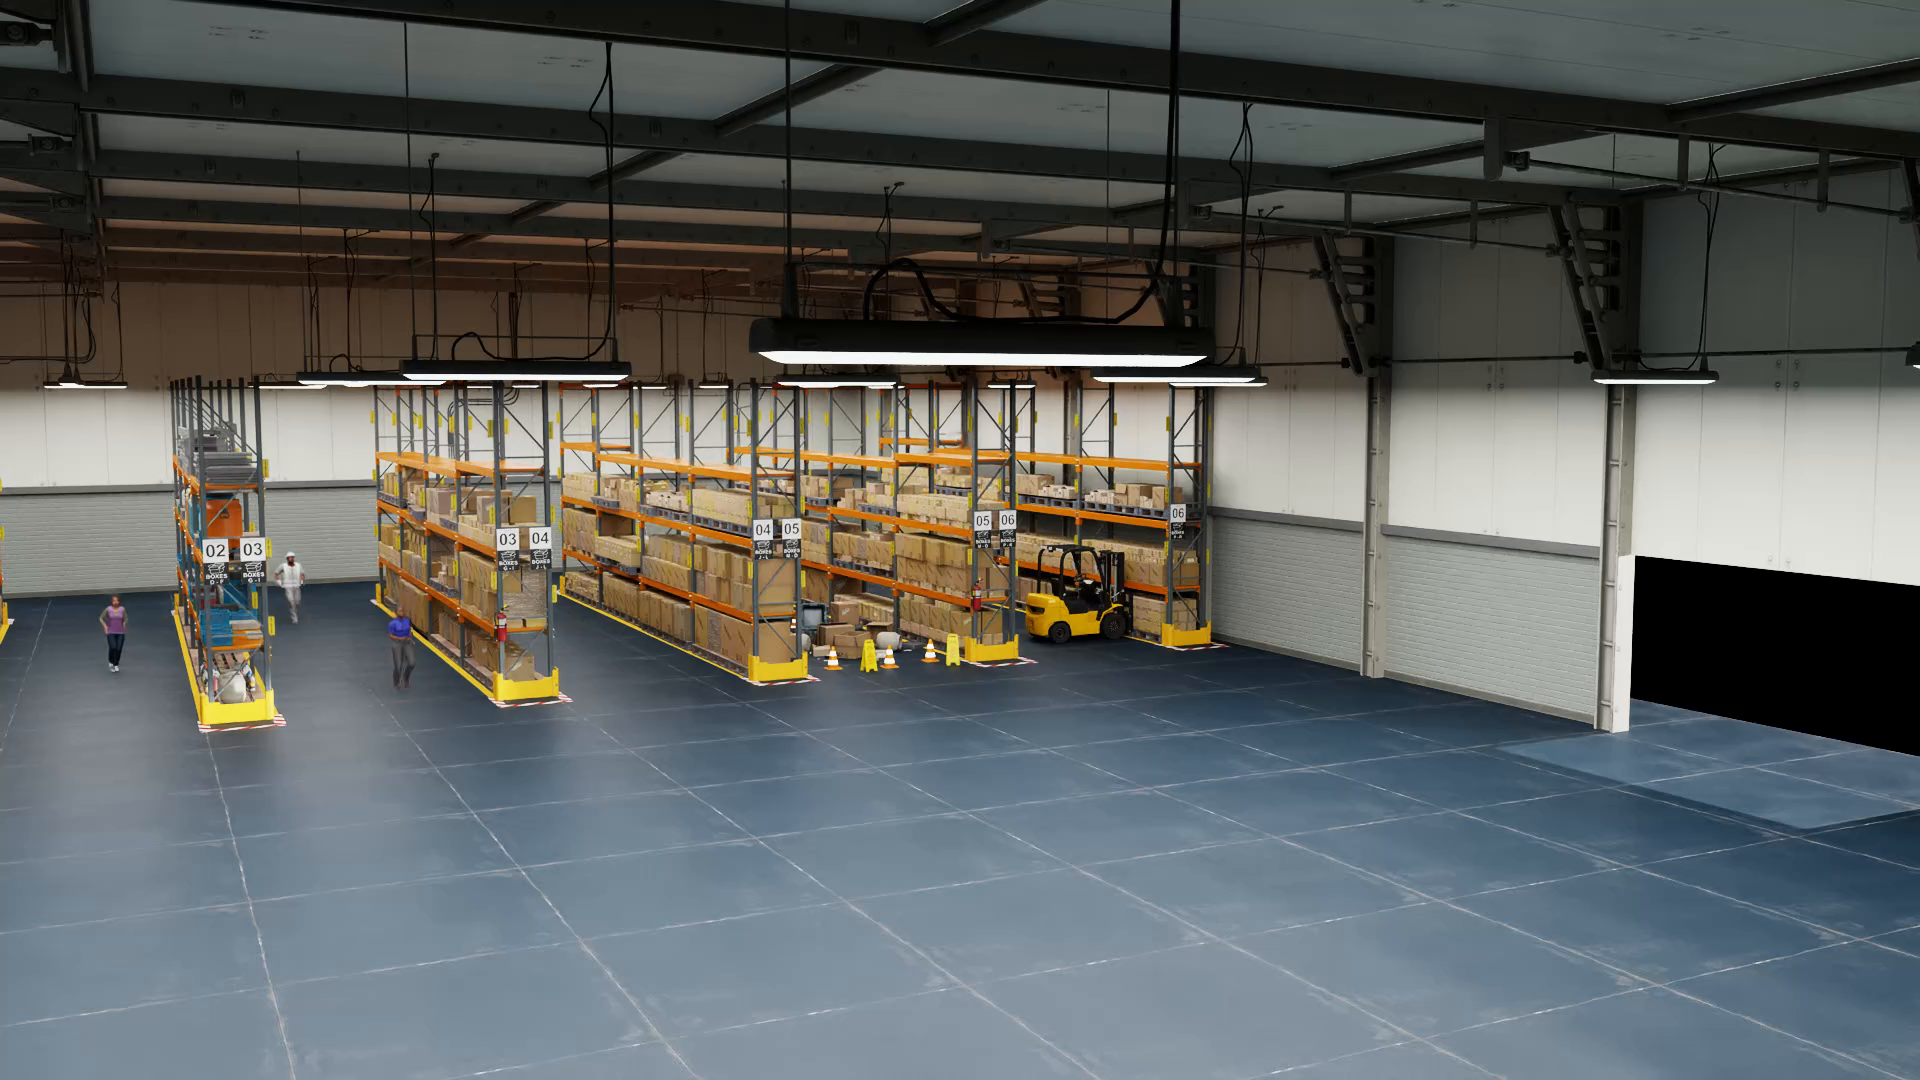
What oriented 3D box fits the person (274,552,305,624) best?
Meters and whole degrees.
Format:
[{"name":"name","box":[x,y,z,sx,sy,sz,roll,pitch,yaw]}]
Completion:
[{"name":"person","box":[-16.639,1.175,41.345,0.714,1.751,0.804,-4,6,-38]}]

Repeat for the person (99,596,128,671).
[{"name":"person","box":[-17.236,1.914,33.932,0.513,1.559,0.601,-4,6,-37]}]

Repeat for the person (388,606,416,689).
[{"name":"person","box":[-10.679,2.066,31.893,0.552,1.620,0.628,-5,7,-43]}]

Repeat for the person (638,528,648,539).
[{"name":"person","box":[-9.732,0.411,50.583,0.593,1.622,0.545,3,6,34]}]
